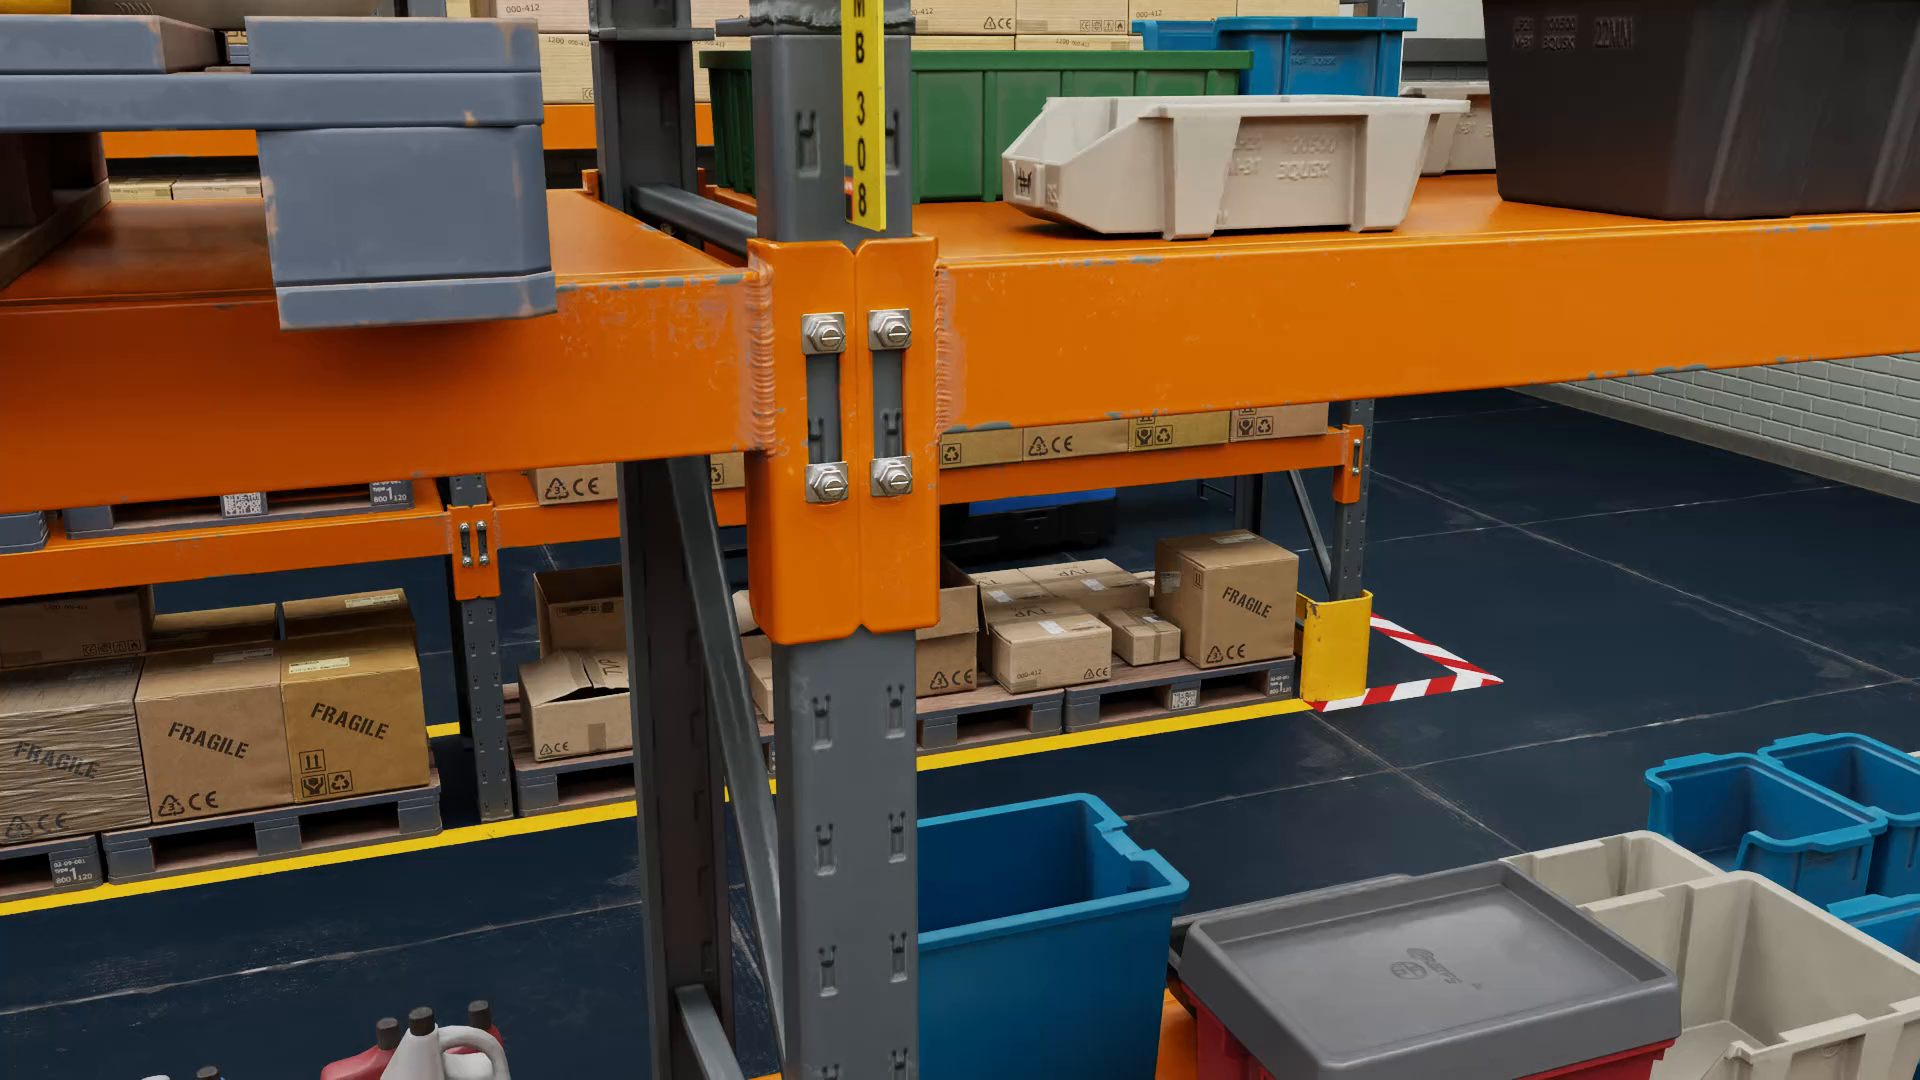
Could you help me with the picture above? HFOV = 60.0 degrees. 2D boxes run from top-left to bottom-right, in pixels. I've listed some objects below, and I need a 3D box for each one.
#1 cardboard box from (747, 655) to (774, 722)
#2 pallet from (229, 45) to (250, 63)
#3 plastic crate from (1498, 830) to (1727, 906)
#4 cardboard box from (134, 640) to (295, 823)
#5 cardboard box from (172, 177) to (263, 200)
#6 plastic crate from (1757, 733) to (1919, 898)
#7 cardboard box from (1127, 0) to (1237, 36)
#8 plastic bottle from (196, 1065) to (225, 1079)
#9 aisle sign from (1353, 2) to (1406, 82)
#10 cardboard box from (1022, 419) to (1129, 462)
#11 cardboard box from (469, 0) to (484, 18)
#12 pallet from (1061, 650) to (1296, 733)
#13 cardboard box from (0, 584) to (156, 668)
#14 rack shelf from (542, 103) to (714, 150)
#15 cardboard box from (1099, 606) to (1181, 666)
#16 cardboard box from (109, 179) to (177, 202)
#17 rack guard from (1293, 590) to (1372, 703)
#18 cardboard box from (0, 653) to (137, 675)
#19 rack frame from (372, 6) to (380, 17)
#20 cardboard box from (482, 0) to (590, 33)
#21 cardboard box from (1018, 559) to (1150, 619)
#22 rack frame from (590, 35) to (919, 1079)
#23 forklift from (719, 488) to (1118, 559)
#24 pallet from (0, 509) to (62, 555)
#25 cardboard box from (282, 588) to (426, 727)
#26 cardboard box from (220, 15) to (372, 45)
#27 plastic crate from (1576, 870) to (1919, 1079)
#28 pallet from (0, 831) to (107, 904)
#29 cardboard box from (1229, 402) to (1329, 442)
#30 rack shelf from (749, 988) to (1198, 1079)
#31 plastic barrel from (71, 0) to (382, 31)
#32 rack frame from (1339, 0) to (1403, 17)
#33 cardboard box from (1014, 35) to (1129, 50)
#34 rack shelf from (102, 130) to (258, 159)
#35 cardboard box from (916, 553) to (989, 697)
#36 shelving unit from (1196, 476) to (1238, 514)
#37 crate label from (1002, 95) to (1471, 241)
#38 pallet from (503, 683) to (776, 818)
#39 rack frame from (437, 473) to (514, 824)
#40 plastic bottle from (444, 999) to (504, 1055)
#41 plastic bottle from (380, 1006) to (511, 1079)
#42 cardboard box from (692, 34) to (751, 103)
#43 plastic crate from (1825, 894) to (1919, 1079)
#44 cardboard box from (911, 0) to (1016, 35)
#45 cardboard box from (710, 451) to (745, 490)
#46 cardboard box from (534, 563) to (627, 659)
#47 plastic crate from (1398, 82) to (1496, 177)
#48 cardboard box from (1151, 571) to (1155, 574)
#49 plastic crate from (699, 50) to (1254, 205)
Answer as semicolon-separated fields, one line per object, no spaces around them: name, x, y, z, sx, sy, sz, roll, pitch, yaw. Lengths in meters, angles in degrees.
cardboard box;-0.772;0.642;7.337;0.250;0.166;0.380;-6;17;-20
pallet;-2.680;-1.733;6.186;1.003;0.211;1.213;-6;17;-20
plastic crate;1.242;0.715;3.200;0.466;0.136;0.293;-6;17;-20
cardboard box;-2.869;0.730;6.445;0.500;0.500;0.500;-6;17;-20
cardboard box;-4.647;-2.131;10.459;0.500;0.250;0.500;-6;17;-19
plastic crate;1.880;0.592;3.451;0.300;0.233;0.416;-6;17;-20
cardboard box;0.834;-2.272;7.068;0.500;0.250;0.500;-6;17;-20
plastic bottle;-1.089;0.899;2.443;0.097;0.271;0.097;0;16;0
aisle sign;1.863;-2.008;7.499;0.004;0.787;0.394;-6;17;-20
cardboard box;0.417;-0.664;7.357;0.500;0.500;0.500;-6;17;-20
cardboard box;-1.689;-2.159;6.681;0.500;0.250;0.500;-6;17;-20
pallet;0.874;0.592;8.209;1.213;0.211;1.003;-6;17;-20
cardboard box;-3.519;0.283;6.637;0.500;0.250;0.500;-6;17;-20
rack shelf;-0.178;-1.727;7.109;4.000;0.370;1.077;-6;17;-20
cardboard box;0.859;0.451;7.988;0.250;0.166;0.380;-6;17;-20
cardboard box;-5.124;-2.080;10.284;0.500;0.250;0.500;-6;17;-19
rack guard;1.618;0.372;8.443;0.348;0.500;1.175;-6;17;-20
cardboard box;-3.548;0.647;6.728;0.500;0.500;0.500;-6;17;-19
rack frame;-3.822;-4.613;10.335;0.127;3.000;1.000;-6;17;-20
cardboard box;-1.503;-2.022;6.216;0.500;0.250;0.500;-6;17;-20
cardboard box;0.613;0.304;8.338;0.500;0.250;0.500;-6;17;-20
rack frame;-0.277;0.872;2.304;0.127;3.000;1.000;-6;17;-20
forklift;-0.569;-1.333;9.937;3.031;2.935;1.130;-7;18;-23
pallet;-3.967;-0.133;6.069;1.213;0.211;1.003;-6;17;-20
cardboard box;-2.585;0.542;7.086;0.500;0.500;0.500;-7;18;-23
cardboard box;-2.543;-2.137;6.126;0.600;0.600;0.600;-8;18;-25
plastic crate;1.215;0.795;2.671;0.530;0.282;0.437;-6;17;-20
pallet;-3.933;1.123;6.400;1.213;0.211;1.003;-6;17;-20
cardboard box;1.368;-0.766;7.705;0.500;0.500;0.500;-6;17;-18
rack shelf;1.591;1.016;3.092;4.000;0.370;1.077;-6;17;-20
plastic barrel;-0.858;-0.846;1.847;0.433;0.535;0.433;0;16;0
rack frame;1.689;-3.713;7.271;0.127;3.000;1.000;-6;17;-20
cardboard box;0.371;-1.979;6.957;0.500;0.250;0.500;-6;17;-20
rack shelf;-3.913;-1.324;5.735;4.000;0.370;1.077;-6;17;-20
cardboard box;-0.293;0.365;7.683;0.637;0.503;0.797;-6;17;-20
shelving unit;1.307;-0.897;10.991;1.048;1.500;0.538;-7;18;-24
crate label;0.283;-0.414;1.828;0.466;0.136;0.293;-6;17;-20
pallet;-1.404;0.838;7.371;1.213;0.211;1.003;-6;17;-20
rack frame;-2.046;-0.431;6.743;0.127;3.000;1.000;-6;17;-20
plastic bottle;-0.772;0.853;2.577;0.133;0.283;0.061;-6;17;-20
plastic bottle;-0.759;0.850;2.467;0.185;0.351;0.144;-6;17;-20
cardboard box;-1.035;-1.832;6.455;0.500;0.250;0.500;-6;17;-20
plastic crate;1.632;0.795;2.758;0.300;0.233;0.416;-6;17;-20
cardboard box;-0.099;-2.171;6.722;0.500;0.250;0.500;-6;17;-20
cardboard box;-0.995;-0.511;6.839;0.500;0.500;0.500;-6;17;-19
cardboard box;-1.615;0.425;7.483;0.500;0.500;0.500;-6;17;-20
plastic crate;0.775;-0.669;2.696;0.466;0.136;0.293;-6;17;-20
cardboard box;1.175;0.274;8.620;0.250;0.149;0.380;-6;17;-20
plastic crate;0.011;-0.587;2.327;0.662;0.188;0.450;-6;17;-20
